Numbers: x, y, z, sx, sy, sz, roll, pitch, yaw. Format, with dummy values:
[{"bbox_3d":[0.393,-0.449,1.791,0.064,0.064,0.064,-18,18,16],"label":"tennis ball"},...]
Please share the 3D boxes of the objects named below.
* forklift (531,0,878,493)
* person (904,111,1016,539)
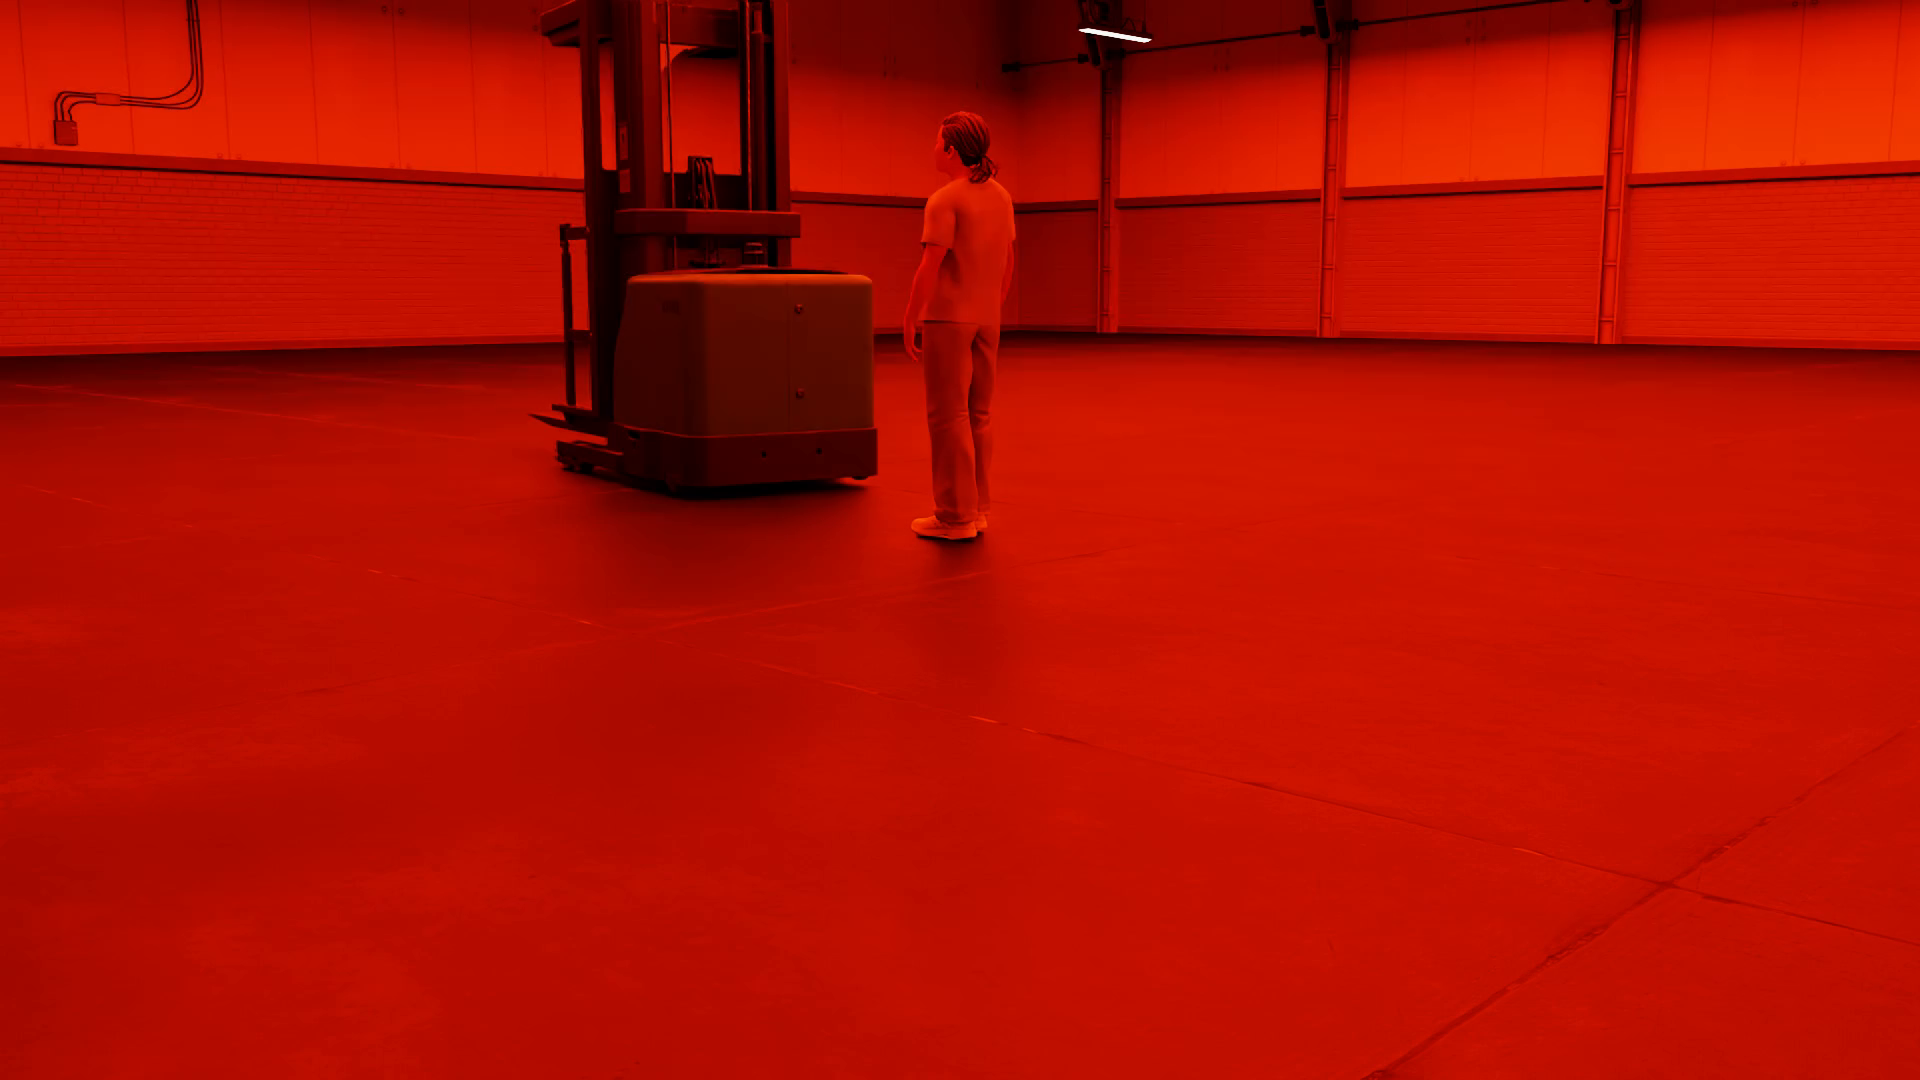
[{"bbox_3d":[-1.621,-1.856,9.200,1.130,2.935,3.031,-5,10,-31],"label":"forklift"},{"bbox_3d":[-0.043,-0.845,6.652,0.549,1.675,0.549,8,12,43],"label":"person"}]
